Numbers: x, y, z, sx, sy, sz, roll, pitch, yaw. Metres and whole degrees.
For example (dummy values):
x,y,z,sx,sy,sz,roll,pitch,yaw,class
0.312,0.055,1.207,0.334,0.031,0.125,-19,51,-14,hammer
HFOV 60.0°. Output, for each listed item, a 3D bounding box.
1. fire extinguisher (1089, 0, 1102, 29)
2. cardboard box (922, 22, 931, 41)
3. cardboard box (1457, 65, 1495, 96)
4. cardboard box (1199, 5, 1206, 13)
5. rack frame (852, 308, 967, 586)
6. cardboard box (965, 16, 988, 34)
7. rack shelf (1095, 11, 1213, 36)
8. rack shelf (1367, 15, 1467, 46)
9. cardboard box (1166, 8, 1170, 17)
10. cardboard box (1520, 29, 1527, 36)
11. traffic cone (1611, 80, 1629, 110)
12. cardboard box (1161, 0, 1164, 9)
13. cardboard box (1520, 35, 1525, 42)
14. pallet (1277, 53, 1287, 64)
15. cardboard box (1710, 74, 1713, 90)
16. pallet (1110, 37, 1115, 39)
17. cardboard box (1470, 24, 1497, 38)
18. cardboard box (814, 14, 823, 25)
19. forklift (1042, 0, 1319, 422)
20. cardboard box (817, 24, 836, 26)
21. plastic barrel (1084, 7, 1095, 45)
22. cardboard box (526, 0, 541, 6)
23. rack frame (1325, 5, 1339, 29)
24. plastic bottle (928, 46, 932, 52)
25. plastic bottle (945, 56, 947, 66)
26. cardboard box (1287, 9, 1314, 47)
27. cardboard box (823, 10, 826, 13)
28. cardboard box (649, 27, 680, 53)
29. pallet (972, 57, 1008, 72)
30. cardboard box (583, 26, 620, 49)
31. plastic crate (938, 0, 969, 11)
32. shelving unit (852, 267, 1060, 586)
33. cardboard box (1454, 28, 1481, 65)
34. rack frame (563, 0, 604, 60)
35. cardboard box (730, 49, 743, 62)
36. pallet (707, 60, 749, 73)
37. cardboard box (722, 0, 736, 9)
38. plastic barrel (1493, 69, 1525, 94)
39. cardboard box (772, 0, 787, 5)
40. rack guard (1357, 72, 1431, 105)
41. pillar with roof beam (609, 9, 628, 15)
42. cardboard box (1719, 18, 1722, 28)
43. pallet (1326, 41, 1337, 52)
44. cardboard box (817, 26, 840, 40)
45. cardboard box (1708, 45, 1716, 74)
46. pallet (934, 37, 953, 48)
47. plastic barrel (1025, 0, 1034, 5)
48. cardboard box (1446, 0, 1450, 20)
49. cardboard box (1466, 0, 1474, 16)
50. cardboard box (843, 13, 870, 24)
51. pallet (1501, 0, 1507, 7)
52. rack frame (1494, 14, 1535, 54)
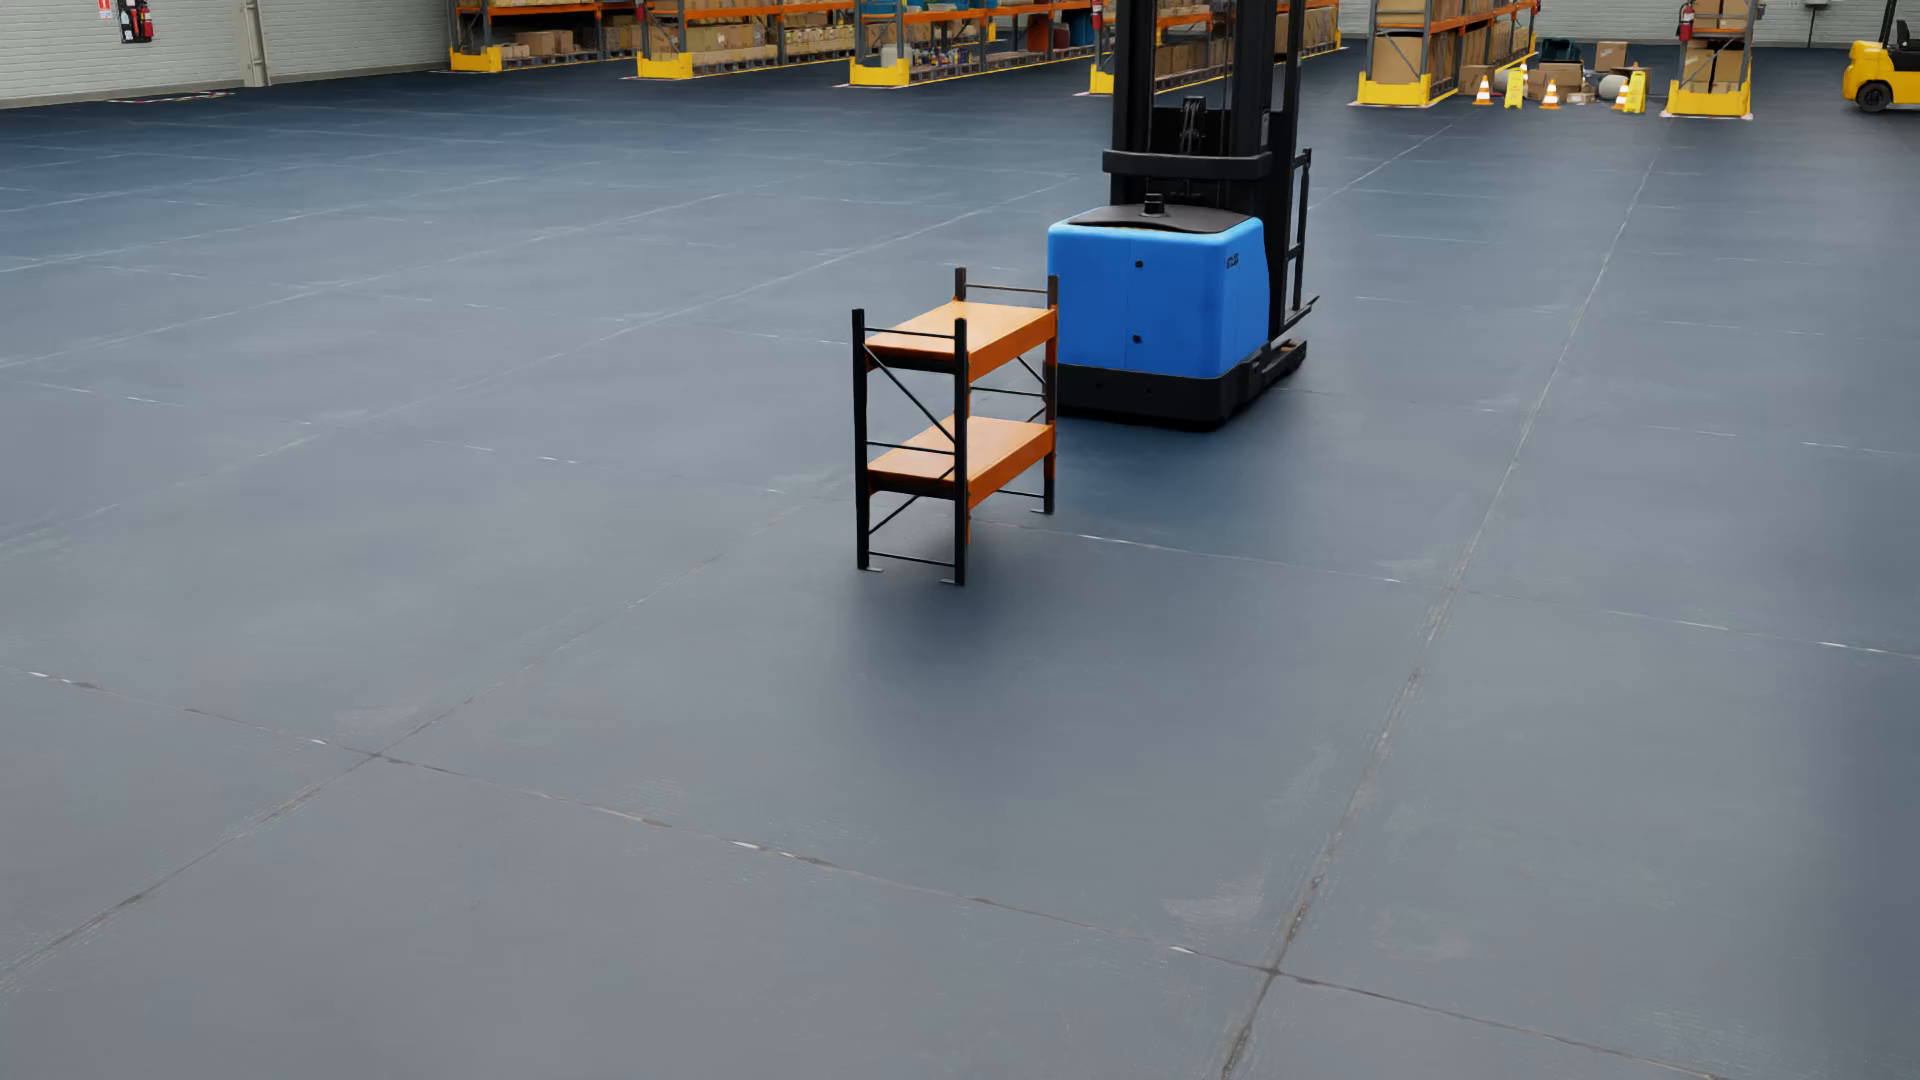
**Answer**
x,y,z,sx,sy,sz,roll,pitch,yaw,class
2.489,-9.622,30.163,0.296,0.674,0.183,9,21,23,fire extinguisher
-1.107,-13.498,44.021,0.500,0.500,0.500,8,21,22,cardboard box
9.378,-8.349,30.196,0.500,0.500,0.500,13,23,32,cardboard box
4.663,-10.553,33.042,0.380,0.149,0.250,9,21,23,cardboard box
-0.205,-0.377,6.849,0.500,1.125,0.032,9,21,23,rack frame
0.474,-14.711,47.432,0.500,0.500,0.500,9,21,23,cardboard box
3.775,-9.902,31.910,1.077,0.370,4.000,9,21,23,rack shelf
8.259,-9.191,29.910,1.077,0.370,4.000,9,21,23,rack shelf
3.719,-9.869,31.117,0.380,0.149,0.250,9,21,23,cardboard box
13.638,-12.422,40.662,0.380,0.149,0.250,9,22,25,cardboard box
10.996,-7.383,27.539,0.336,0.463,0.334,9,21,23,traffic cone
3.302,-10.151,30.942,0.875,0.500,0.500,9,21,23,cardboard box
13.624,-12.285,40.719,0.380,0.149,0.250,9,21,24,cardboard box
7.125,-11.364,39.108,1.003,0.211,1.213,9,21,23,pallet
12.724,-7.925,28.752,0.500,0.250,0.500,8,21,22,cardboard box
4.616,-13.640,45.508,1.003,0.211,1.213,9,21,23,pallet
11.219,-10.915,35.669,0.500,0.250,0.500,8,21,20,cardboard box
-4.449,-15.200,48.835,0.700,0.500,0.500,8,21,23,cardboard box
1.557,-2.480,10.068,1.130,2.935,3.031,9,21,24,forklift
-3.286,-12.483,40.732,0.500,0.311,0.500,9,22,25,cardboard box
3.113,-13.023,42.117,0.600,0.901,0.708,9,21,23,plastic barrel
-9.698,-12.029,37.010,0.500,0.250,0.500,8,21,22,cardboard box
9.508,-14.521,43.824,1.000,3.000,0.127,9,21,23,rack frame
-0.634,-10.302,35.256,0.144,0.351,0.185,9,22,24,plastic bottle
-0.314,-9.876,34.281,0.097,0.201,0.097,0,20,0,plastic bottle
8.213,-12.686,41.208,0.875,0.875,0.875,9,21,23,cardboard box
-4.131,-15.594,48.976,0.380,0.149,0.250,8,21,22,cardboard box
-6.132,-10.451,34.736,0.500,0.500,0.500,9,21,23,cardboard box
0.362,-10.464,36.577,1.003,0.211,1.213,9,21,23,pallet
-8.677,-12.149,40.226,0.700,0.500,0.500,9,22,25,cardboard box
-0.130,-11.087,34.389,0.499,0.251,0.616,9,21,23,plastic crate
0.003,-0.532,7.286,0.538,1.125,1.048,9,21,23,shelving unit
10.029,-10.060,34.012,1.050,0.750,0.750,9,21,24,cardboard box
-8.963,-12.892,39.242,1.000,3.000,0.127,9,21,23,rack frame
-5.042,-10.485,35.950,0.500,0.250,0.500,9,21,23,cardboard box
-5.304,-10.288,36.082,1.003,0.211,1.213,9,21,23,pallet
-5.246,-11.652,35.607,0.700,0.500,0.500,9,22,24,cardboard box
10.013,-8.370,30.373,0.421,0.421,0.512,-9,22,-24,plastic barrel
-4.280,-12.299,37.799,0.500,0.250,0.500,10,22,26,cardboard box
7.430,-7.733,28.468,1.175,0.500,0.348,9,21,23,rack guard
-4.719,-16.072,39.231,9.100,9.000,0.400,9,21,23,pillar with roof beam
12.415,-8.306,26.724,0.380,0.149,0.250,9,21,24,cardboard box
9.252,-12.952,43.574,1.003,0.211,1.213,9,21,23,pallet
-3.210,-12.095,39.642,0.500,0.311,0.500,8,21,22,cardboard box
12.511,-8.120,28.182,0.500,0.500,0.500,8,21,21,cardboard box
-0.884,-13.555,45.268,1.003,0.211,1.213,9,21,23,pallet
1.487,-12.464,37.873,0.421,0.512,0.421,0,20,0,plastic barrel
8.279,-9.602,29.767,0.875,0.550,0.500,9,21,23,cardboard box
9.539,-10.312,31.840,0.500,0.500,0.500,9,21,23,cardboard box
-2.616,-13.155,41.936,0.500,0.250,0.500,9,22,25,cardboard box
11.489,-11.884,36.696,1.003,0.211,1.213,9,21,23,pallet
13.992,-13.810,41.823,1.000,3.000,0.127,9,21,23,rack frame
